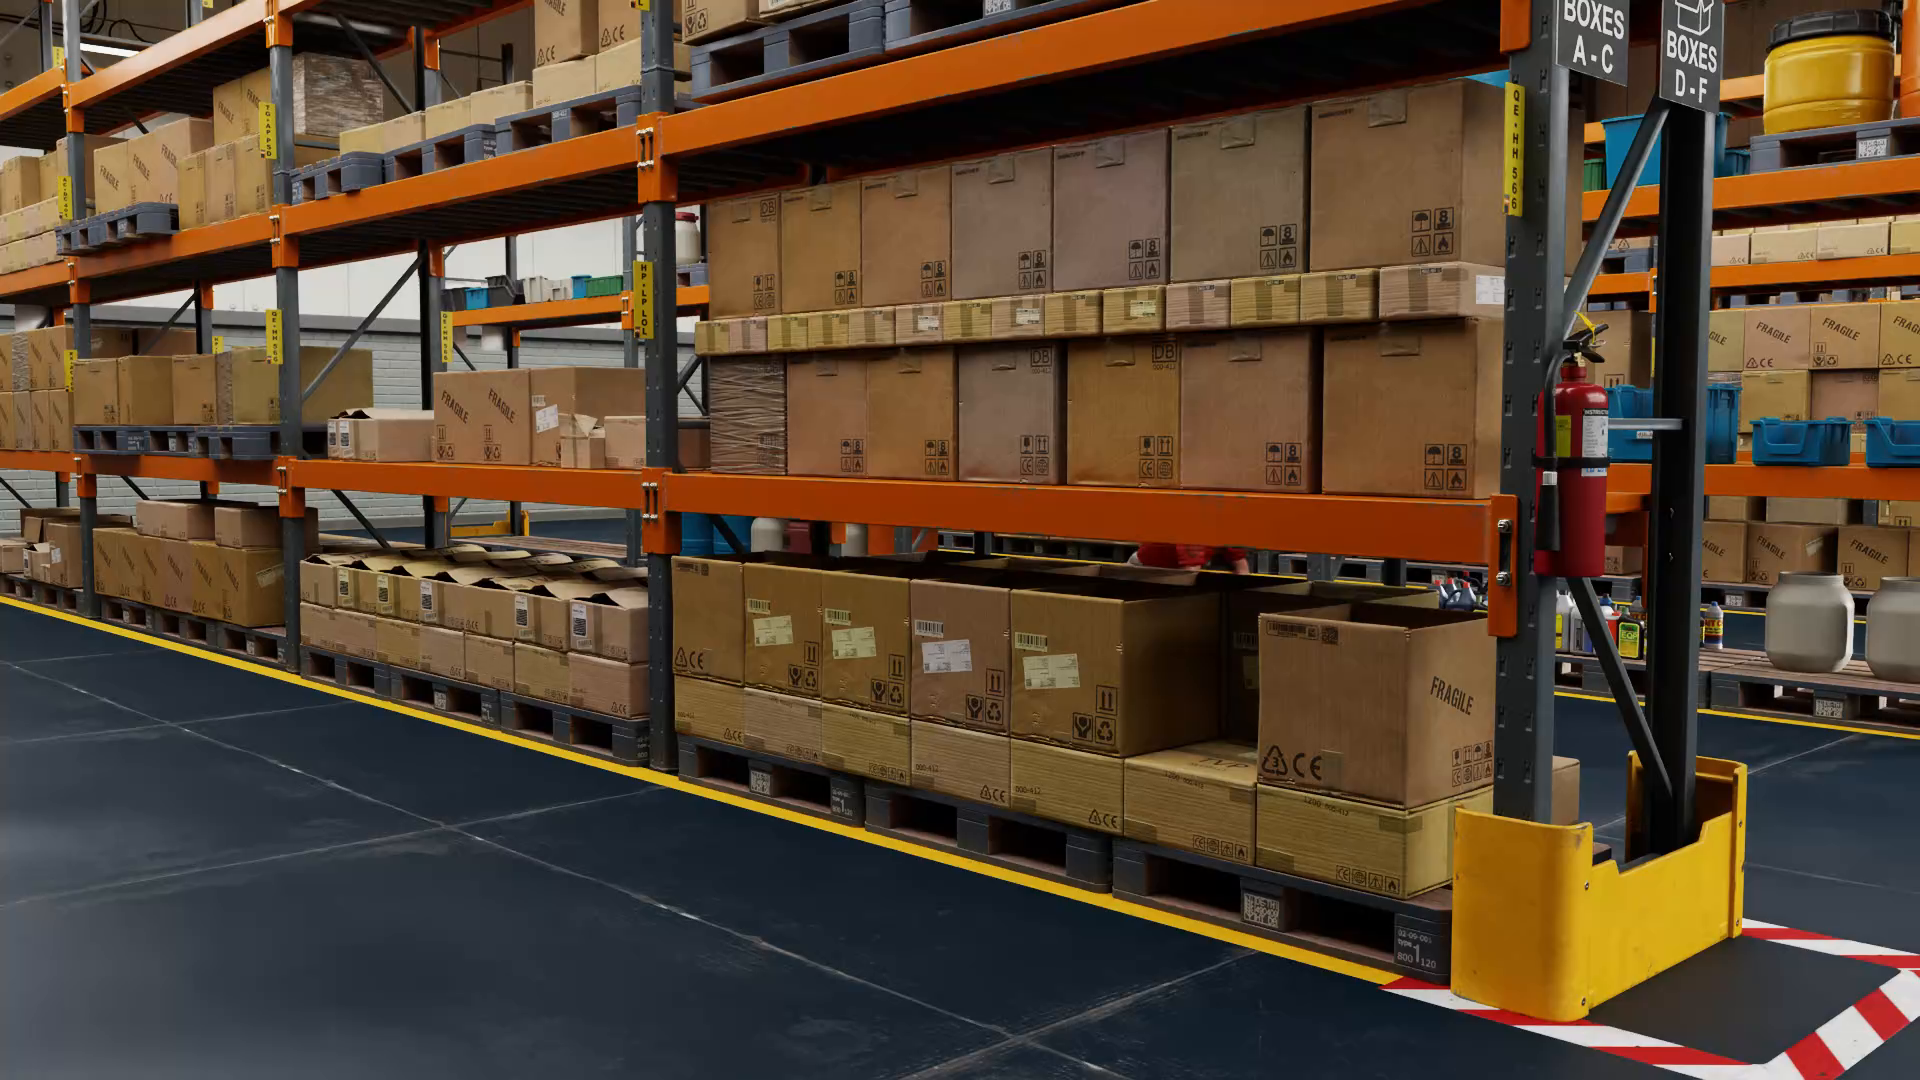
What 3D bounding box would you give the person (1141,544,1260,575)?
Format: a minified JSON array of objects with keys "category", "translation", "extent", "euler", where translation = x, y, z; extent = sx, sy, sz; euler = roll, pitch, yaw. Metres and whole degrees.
[{"category":"person","translation":[1.334,0.362,9.386],"extent":[0.564,1.013,0.859],"euler":[-4,5,-44]}]
